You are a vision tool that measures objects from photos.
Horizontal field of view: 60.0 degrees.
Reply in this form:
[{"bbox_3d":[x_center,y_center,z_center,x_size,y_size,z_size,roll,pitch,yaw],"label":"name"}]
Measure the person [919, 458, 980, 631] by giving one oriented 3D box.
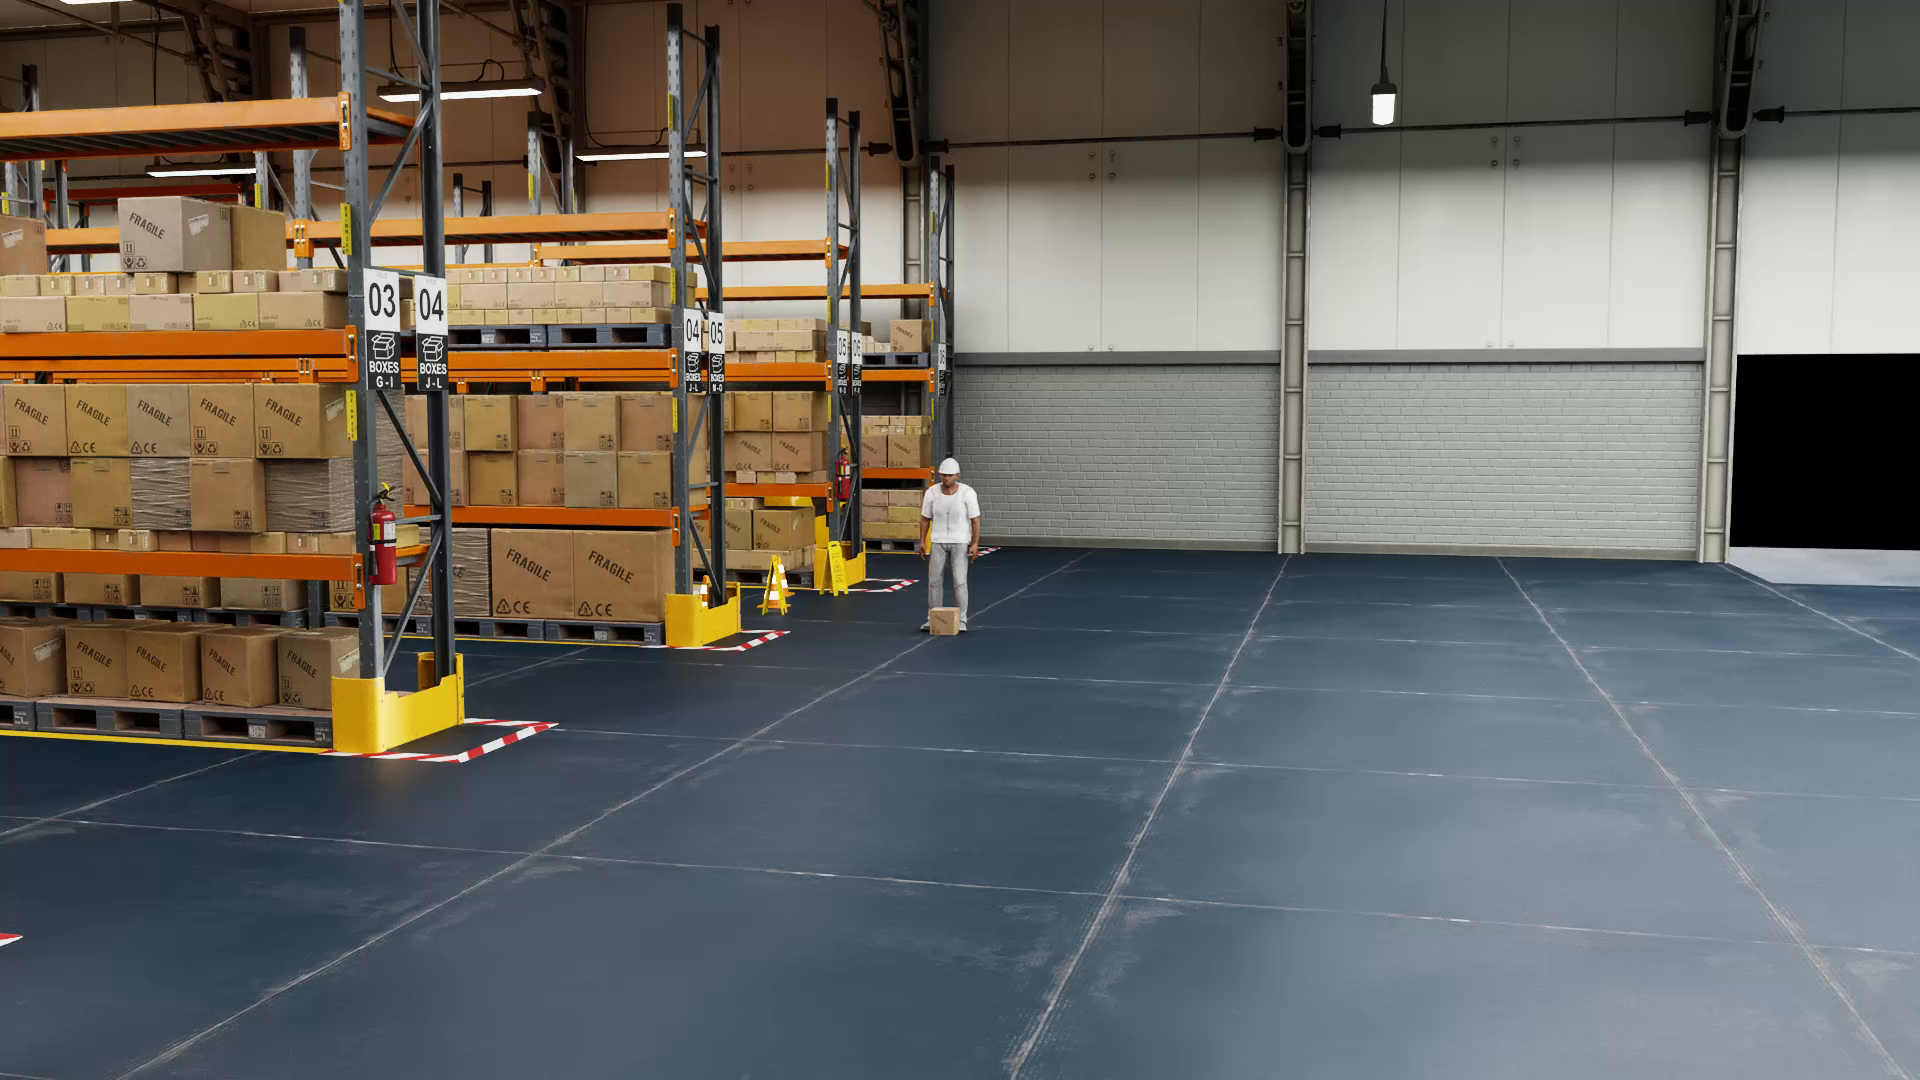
[{"bbox_3d":[-0.113,0.046,16.877,0.627,1.761,0.460,1,5,13],"label":"person"}]
